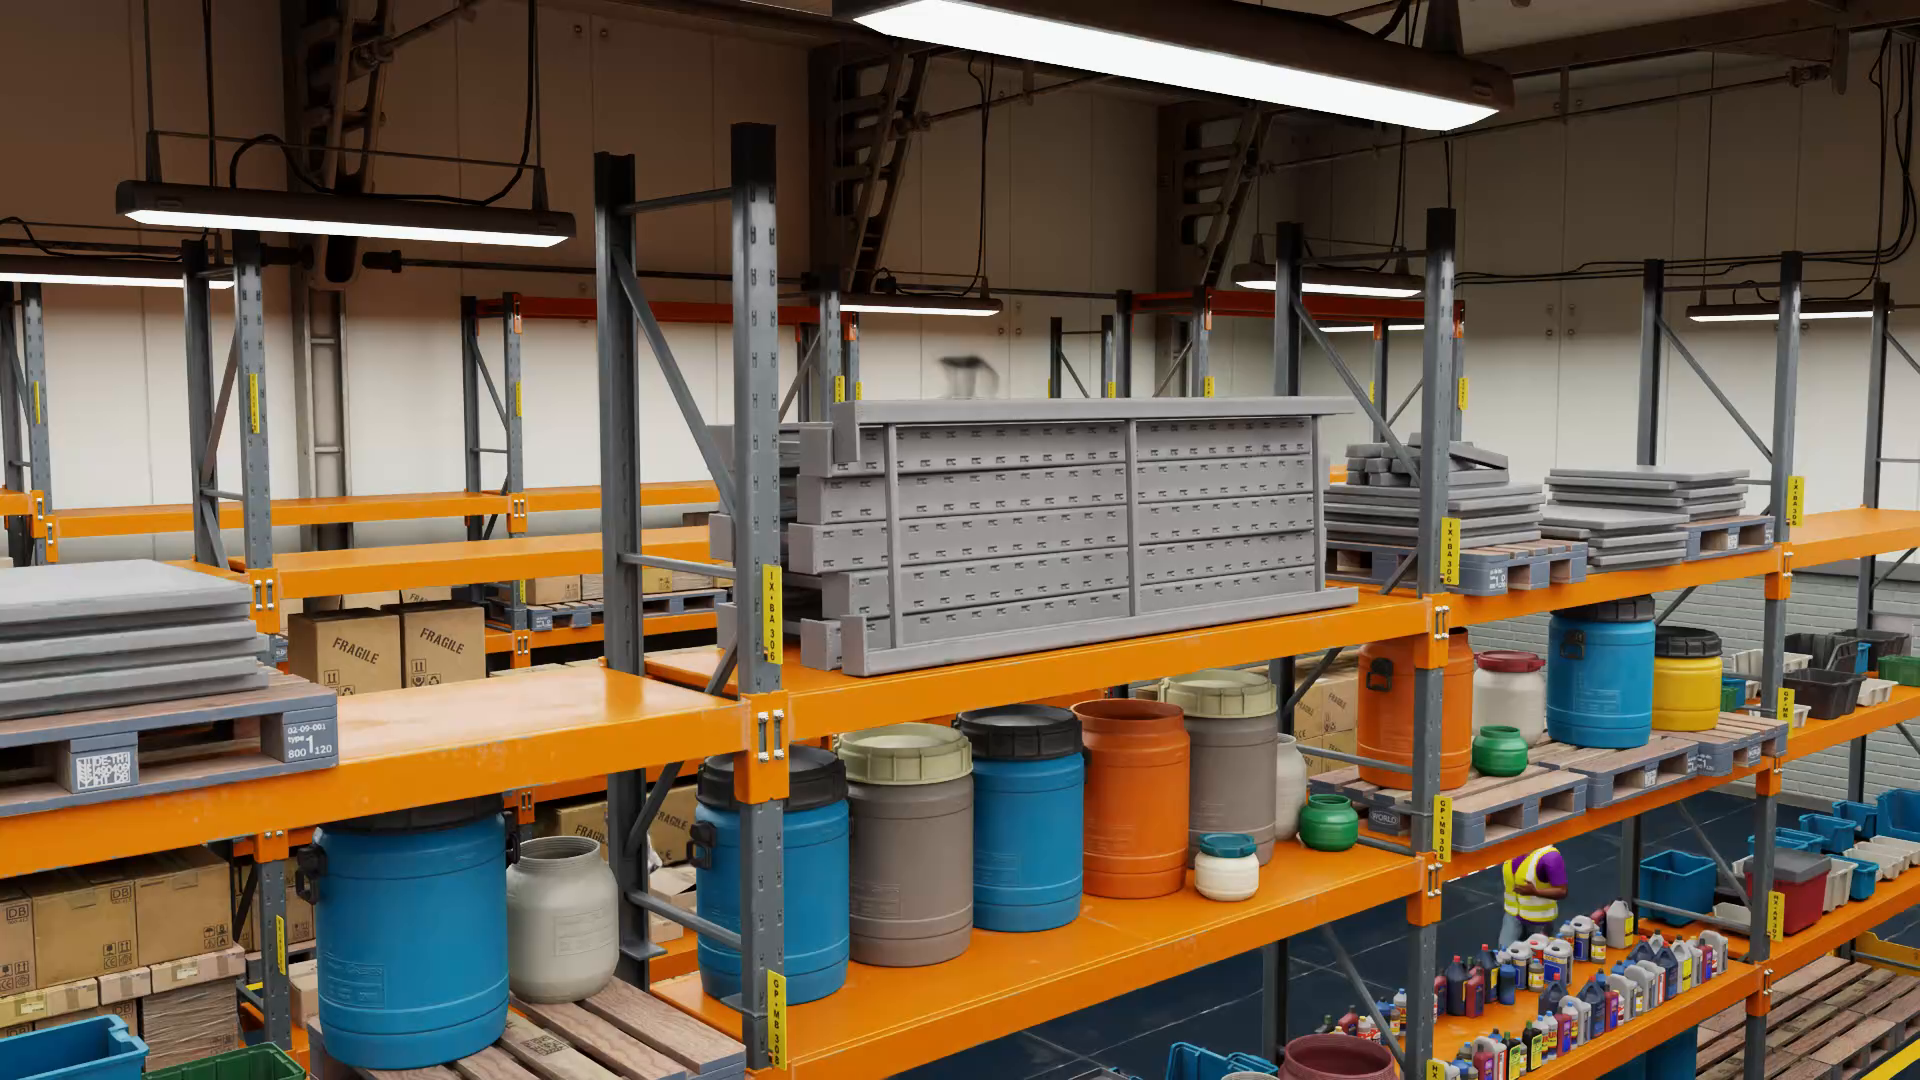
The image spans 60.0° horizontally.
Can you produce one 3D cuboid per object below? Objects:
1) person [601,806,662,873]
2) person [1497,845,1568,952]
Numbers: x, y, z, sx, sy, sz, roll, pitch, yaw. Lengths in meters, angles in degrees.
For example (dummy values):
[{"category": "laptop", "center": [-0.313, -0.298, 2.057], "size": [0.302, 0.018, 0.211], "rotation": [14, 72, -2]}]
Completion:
[{"category": "person", "center": [-2.911, 3.025, 14.809], "size": [0.646, 1.496, 0.770], "rotation": [3, 6, 30]}, {"category": "person", "center": [4.578, 3.047, 13.286], "size": [0.774, 1.836, 0.661], "rotation": [-4, 7, -35]}]
